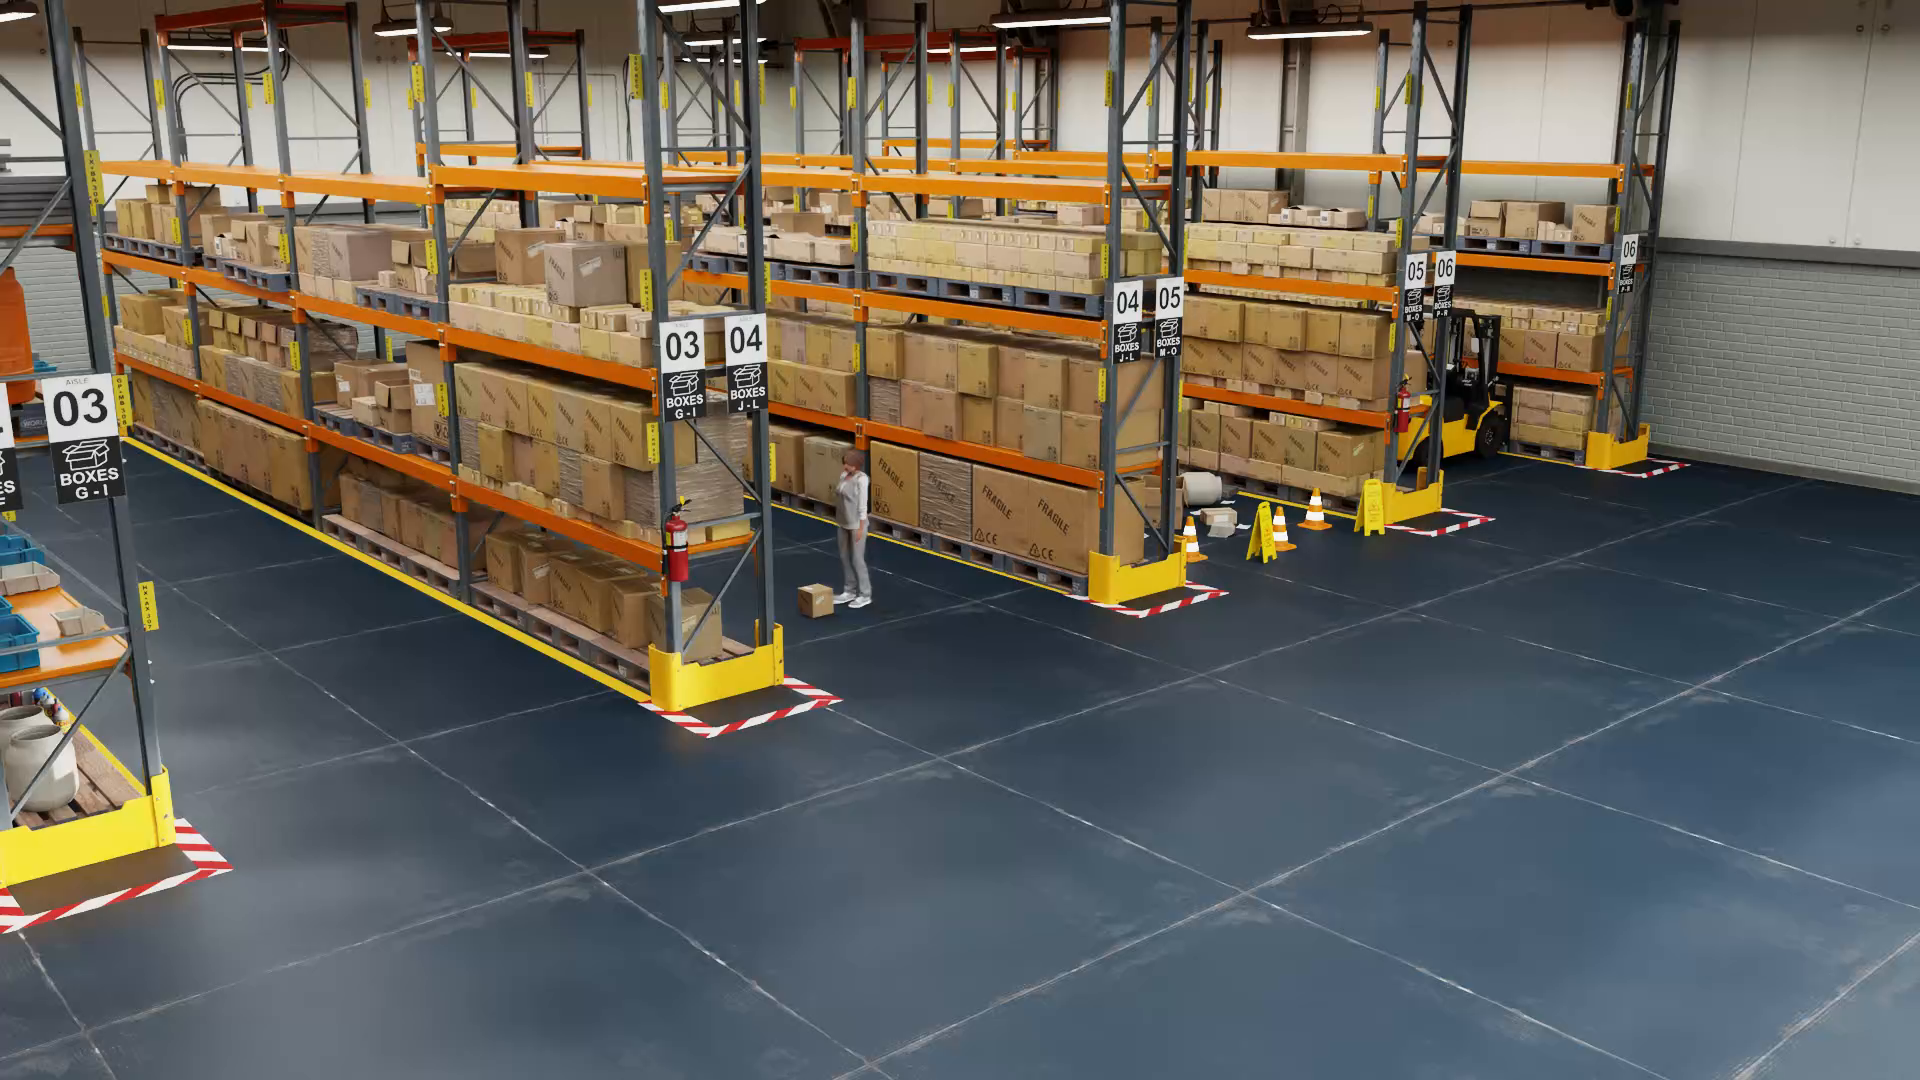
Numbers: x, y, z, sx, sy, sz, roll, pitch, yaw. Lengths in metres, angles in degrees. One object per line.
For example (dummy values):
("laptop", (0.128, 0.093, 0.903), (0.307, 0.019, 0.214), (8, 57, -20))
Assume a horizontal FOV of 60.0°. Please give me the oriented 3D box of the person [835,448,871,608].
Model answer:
("person", (-1.058, -0.119, 16.528), (0.306, 1.583, 0.407), (-12, 18, -38))
